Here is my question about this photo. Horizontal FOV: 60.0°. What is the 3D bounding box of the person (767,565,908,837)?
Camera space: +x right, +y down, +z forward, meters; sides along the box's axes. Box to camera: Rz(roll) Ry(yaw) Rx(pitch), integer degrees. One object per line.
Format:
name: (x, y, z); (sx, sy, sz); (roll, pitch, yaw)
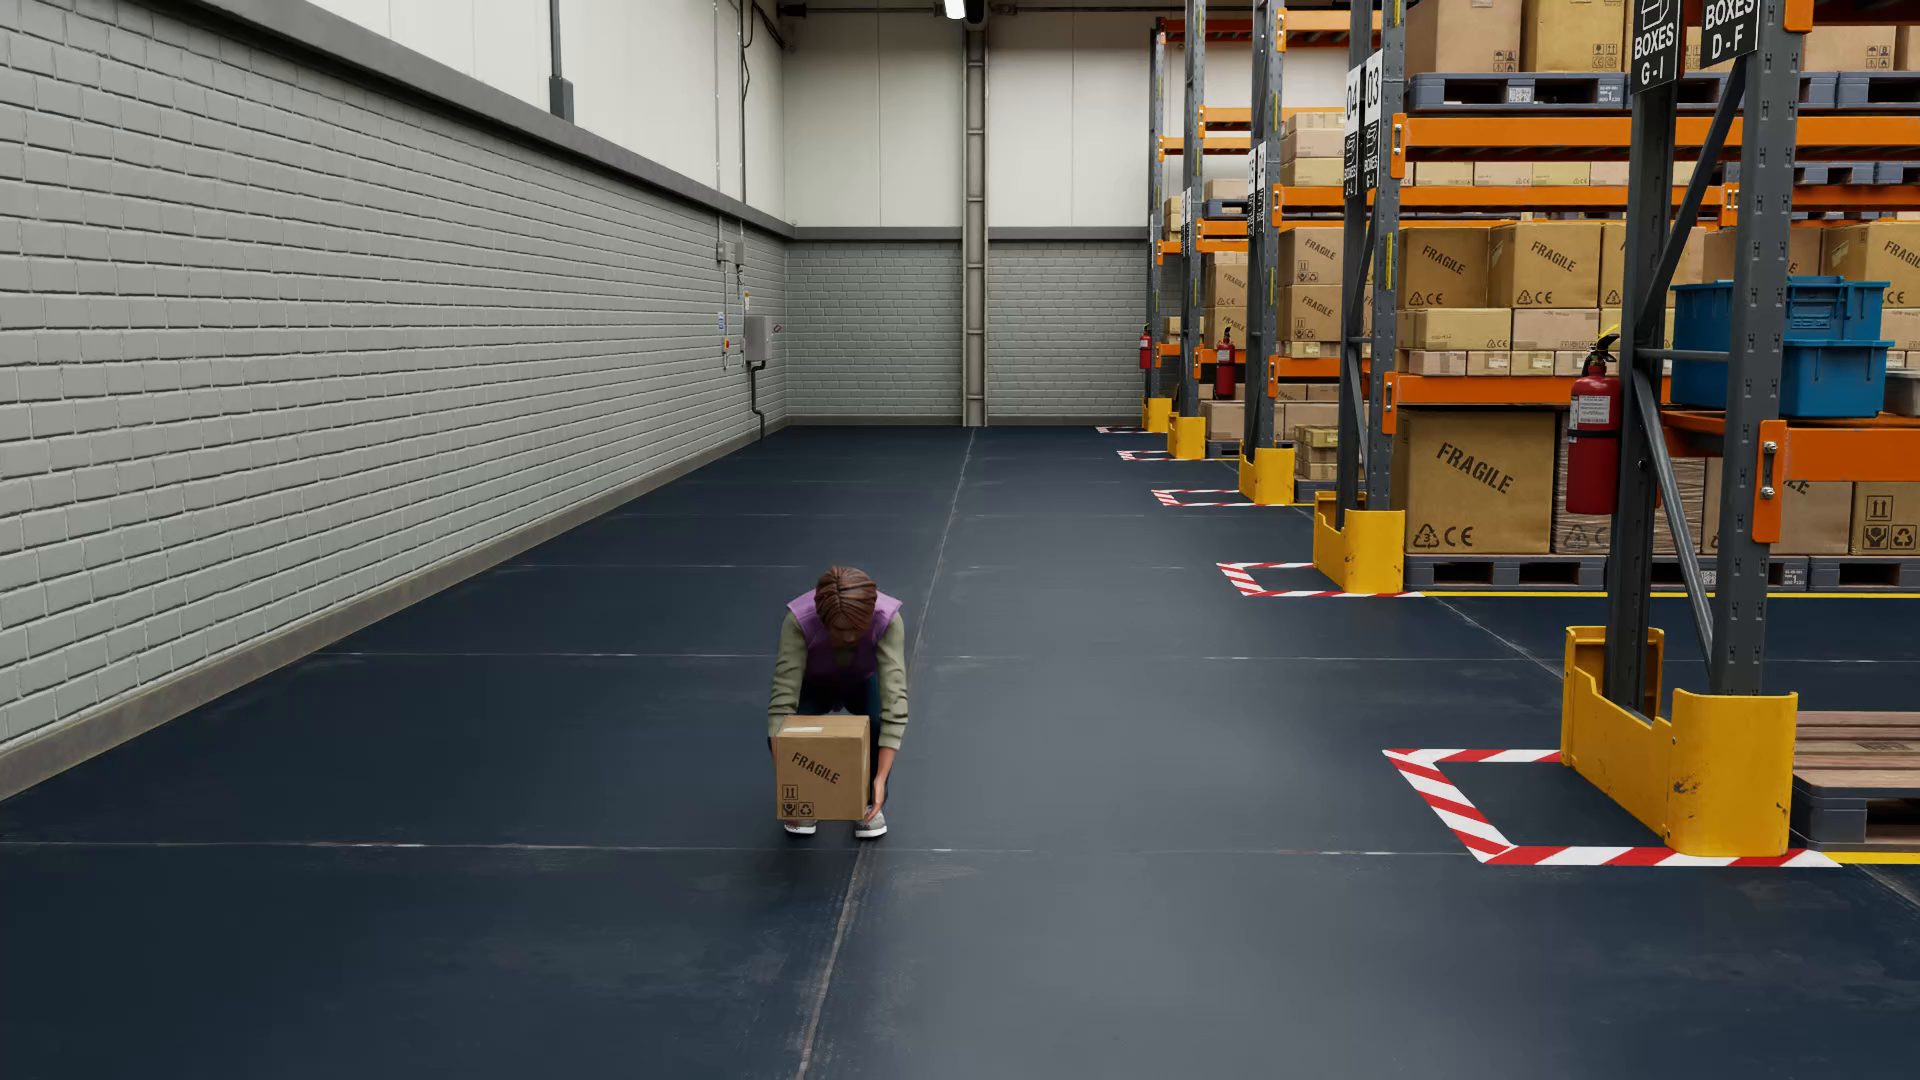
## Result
person: (-0.375, 0.500, 5.215); (0.445, 0.897, 0.809); (0, 7, 1)
